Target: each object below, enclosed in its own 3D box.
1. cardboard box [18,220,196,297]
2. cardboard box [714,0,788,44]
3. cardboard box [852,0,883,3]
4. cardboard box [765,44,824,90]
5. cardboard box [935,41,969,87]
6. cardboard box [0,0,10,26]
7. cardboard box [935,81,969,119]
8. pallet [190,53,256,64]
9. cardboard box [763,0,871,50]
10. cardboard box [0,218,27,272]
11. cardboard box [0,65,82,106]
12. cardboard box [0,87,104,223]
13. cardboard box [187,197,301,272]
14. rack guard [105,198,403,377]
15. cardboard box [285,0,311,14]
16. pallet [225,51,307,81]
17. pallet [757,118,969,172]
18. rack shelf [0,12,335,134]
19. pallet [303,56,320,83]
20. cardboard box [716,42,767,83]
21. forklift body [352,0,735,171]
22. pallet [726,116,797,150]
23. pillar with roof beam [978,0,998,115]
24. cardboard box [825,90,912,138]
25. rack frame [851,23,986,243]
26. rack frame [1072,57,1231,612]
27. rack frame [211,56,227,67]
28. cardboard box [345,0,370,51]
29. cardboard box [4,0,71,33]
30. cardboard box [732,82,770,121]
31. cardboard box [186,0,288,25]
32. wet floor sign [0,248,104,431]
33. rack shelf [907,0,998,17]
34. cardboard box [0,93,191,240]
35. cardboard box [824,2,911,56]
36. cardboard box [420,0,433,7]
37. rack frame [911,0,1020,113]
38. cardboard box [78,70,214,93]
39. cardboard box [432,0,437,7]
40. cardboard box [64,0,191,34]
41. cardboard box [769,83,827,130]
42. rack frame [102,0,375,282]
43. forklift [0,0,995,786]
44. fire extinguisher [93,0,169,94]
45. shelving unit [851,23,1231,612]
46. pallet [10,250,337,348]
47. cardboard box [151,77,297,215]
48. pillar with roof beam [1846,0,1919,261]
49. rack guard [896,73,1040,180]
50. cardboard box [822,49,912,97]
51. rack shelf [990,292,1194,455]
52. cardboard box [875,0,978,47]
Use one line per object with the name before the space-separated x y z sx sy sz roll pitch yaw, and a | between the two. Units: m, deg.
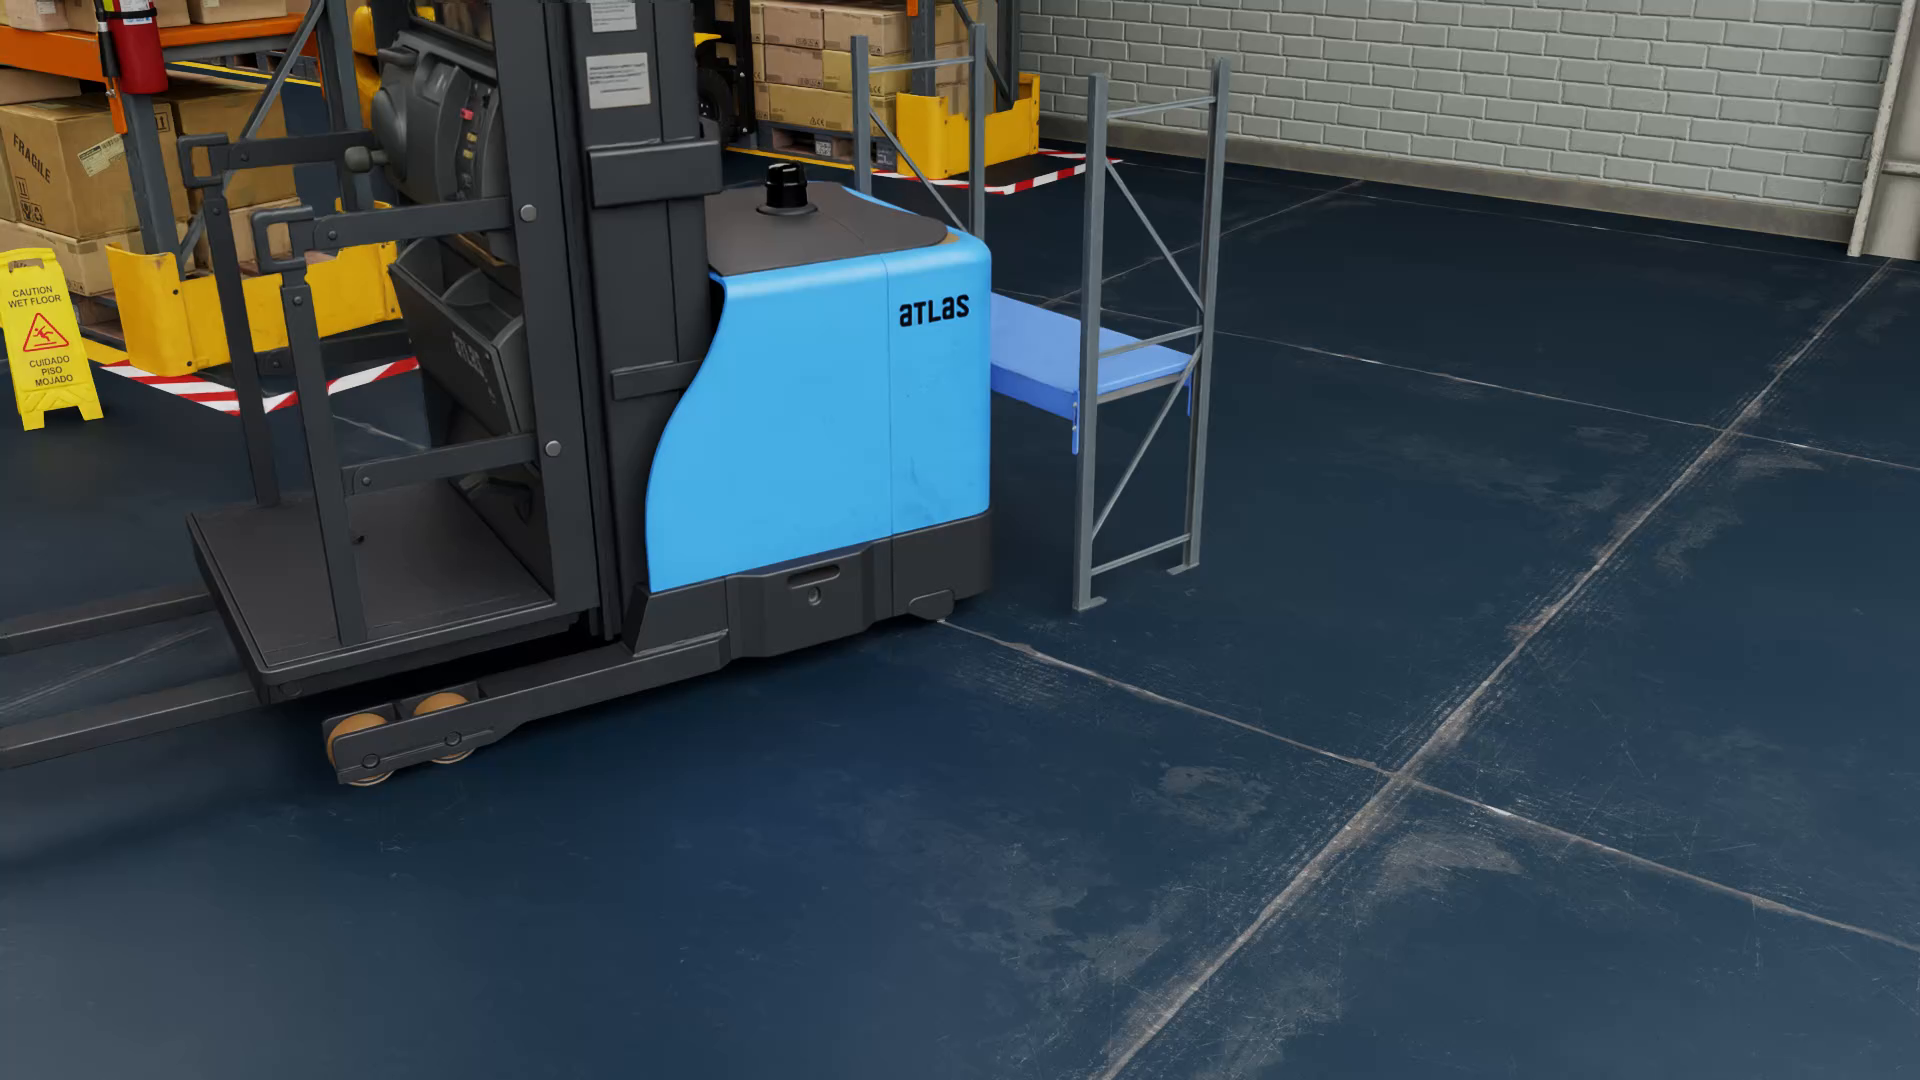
cardboard box | -3.756 -1.284 7.332 0.500 0.250 0.500 17 29 33
cardboard box | -1.332 -3.480 11.078 0.500 0.250 0.500 17 29 34
cardboard box | -0.628 -3.526 11.182 0.500 0.250 0.500 17 29 33
cardboard box | -0.926 -3.142 10.930 0.500 0.250 0.500 16 29 33
cardboard box | -0.206 -3.181 11.019 0.500 0.250 0.500 17 29 34
cardboard box | -3.818 -2.236 6.916 0.250 0.149 0.380 16 29 32
cardboard box | -0.230 -2.953 11.122 0.500 0.250 0.500 17 29 34
pallet | -6.931 -4.689 15.630 1.213 0.211 1.003 17 29 33
cardboard box | -0.922 -3.361 10.808 0.500 0.250 0.500 17 29 34
cardboard box | -4.147 -1.406 7.609 0.500 0.250 0.500 17 29 33
cardboard box | -4.060 -1.986 7.192 0.250 0.149 0.380 18 29 35
cardboard box | -4.146 -1.747 7.454 0.500 0.500 0.500 18 30 35
cardboard box | -3.408 -1.453 7.718 0.500 0.250 0.500 17 29 33
rack guard | -2.989 -1.110 7.148 0.348 0.500 1.175 17 29 33
cardboard box | -5.338 -4.567 14.319 0.625 0.625 0.875 18 29 35
pallet | -5.721 -4.284 14.712 1.213 0.211 1.003 17 29 33
pallet | -0.592 -2.733 11.191 1.213 0.211 1.003 17 29 33
rack shelf | -4.529 -2.390 7.845 4.000 0.370 1.077 17 29 33
pallet | -4.749 -3.989 14.042 1.213 0.211 1.003 17 29 33
cardboard box | -1.352 -3.260 11.198 0.500 0.250 0.500 16 28 32
forklift body | -2.566 -3.319 10.116 1.214 2.155 2.313 17 29 33
pallet | -1.564 -3.028 11.861 1.213 0.211 1.003 17 29 33
pillar with roof beam | -2.553 -5.653 6.920 0.400 9.000 9.100 17 29 33
cardboard box | -0.520 -2.783 10.736 0.500 0.250 0.500 17 29 34
rack frame | -0.121 -0.863 5.349 0.500 1.500 0.032 -18 30 -36
rack frame | 0.525 -0.547 4.631 0.500 1.500 0.032 -18 30 -36
rack frame | -6.356 -5.772 14.630 0.127 3.000 1.000 17 29 33
cardboard box | -4.799 -4.404 13.950 0.625 0.625 0.875 15 28 31
cardboard box | -3.625 -2.167 6.760 0.250 0.149 0.380 16 29 33
cardboard box | -1.307 -3.030 11.297 0.500 0.250 0.500 17 29 34
cardboard box | -3.076 -2.269 6.991 0.250 0.149 0.380 17 29 33
wet floor sign | -3.418 -0.767 6.190 0.267 0.644 0.232 -15 28 -30
rack shelf | -1.555 -3.992 11.482 4.000 0.370 1.077 17 29 33
cardboard box | -3.726 -1.622 7.170 0.500 0.500 0.500 17 29 34
cardboard box | -0.510 -3.240 10.532 0.500 0.250 0.500 18 29 35
cardboard box | -4.196 -4.223 13.539 0.625 0.625 0.875 16 29 33
rack frame | 0.045 -3.838 10.240 0.127 3.000 1.000 17 29 33
cardboard box | -3.849 -1.927 7.863 0.500 0.500 0.500 16 28 31
cardboard box | -3.580 -4.033 13.107 0.625 0.625 0.875 18 30 36
cardboard box | -3.356 -2.142 6.702 0.250 0.149 0.380 18 29 35
cardboard box | -0.912 -2.906 11.016 0.500 0.250 0.500 17 29 33
rack frame | -2.929 -2.235 6.603 0.127 3.000 1.000 17 29 33
forklift | -1.427 -1.003 3.891 3.031 2.935 1.130 -14 27 -29
fire extinguisher | -3.113 -2.023 6.218 0.183 0.674 0.296 17 29 33
shelving unit | 0.202 -0.705 4.990 0.538 1.500 1.048 -18 30 -36
pallet | -3.618 -1.185 7.678 1.213 0.211 1.003 17 29 33
cardboard box | -3.428 -1.802 7.579 0.500 0.500 0.500 16 28 32
pillar with roof beam | 2.248 -4.202 3.627 0.400 9.000 9.100 17 29 33
rack guard | 0.065 -2.688 10.730 0.348 0.500 1.175 17 29 33
cardboard box | -0.532 -3.017 10.647 0.500 0.250 0.500 16 29 33
rack shelf | 0.202 -0.541 5.063 0.538 0.185 1.000 -18 30 -36
cardboard box | -0.226 -3.406 10.910 0.500 0.250 0.500 16 29 33
